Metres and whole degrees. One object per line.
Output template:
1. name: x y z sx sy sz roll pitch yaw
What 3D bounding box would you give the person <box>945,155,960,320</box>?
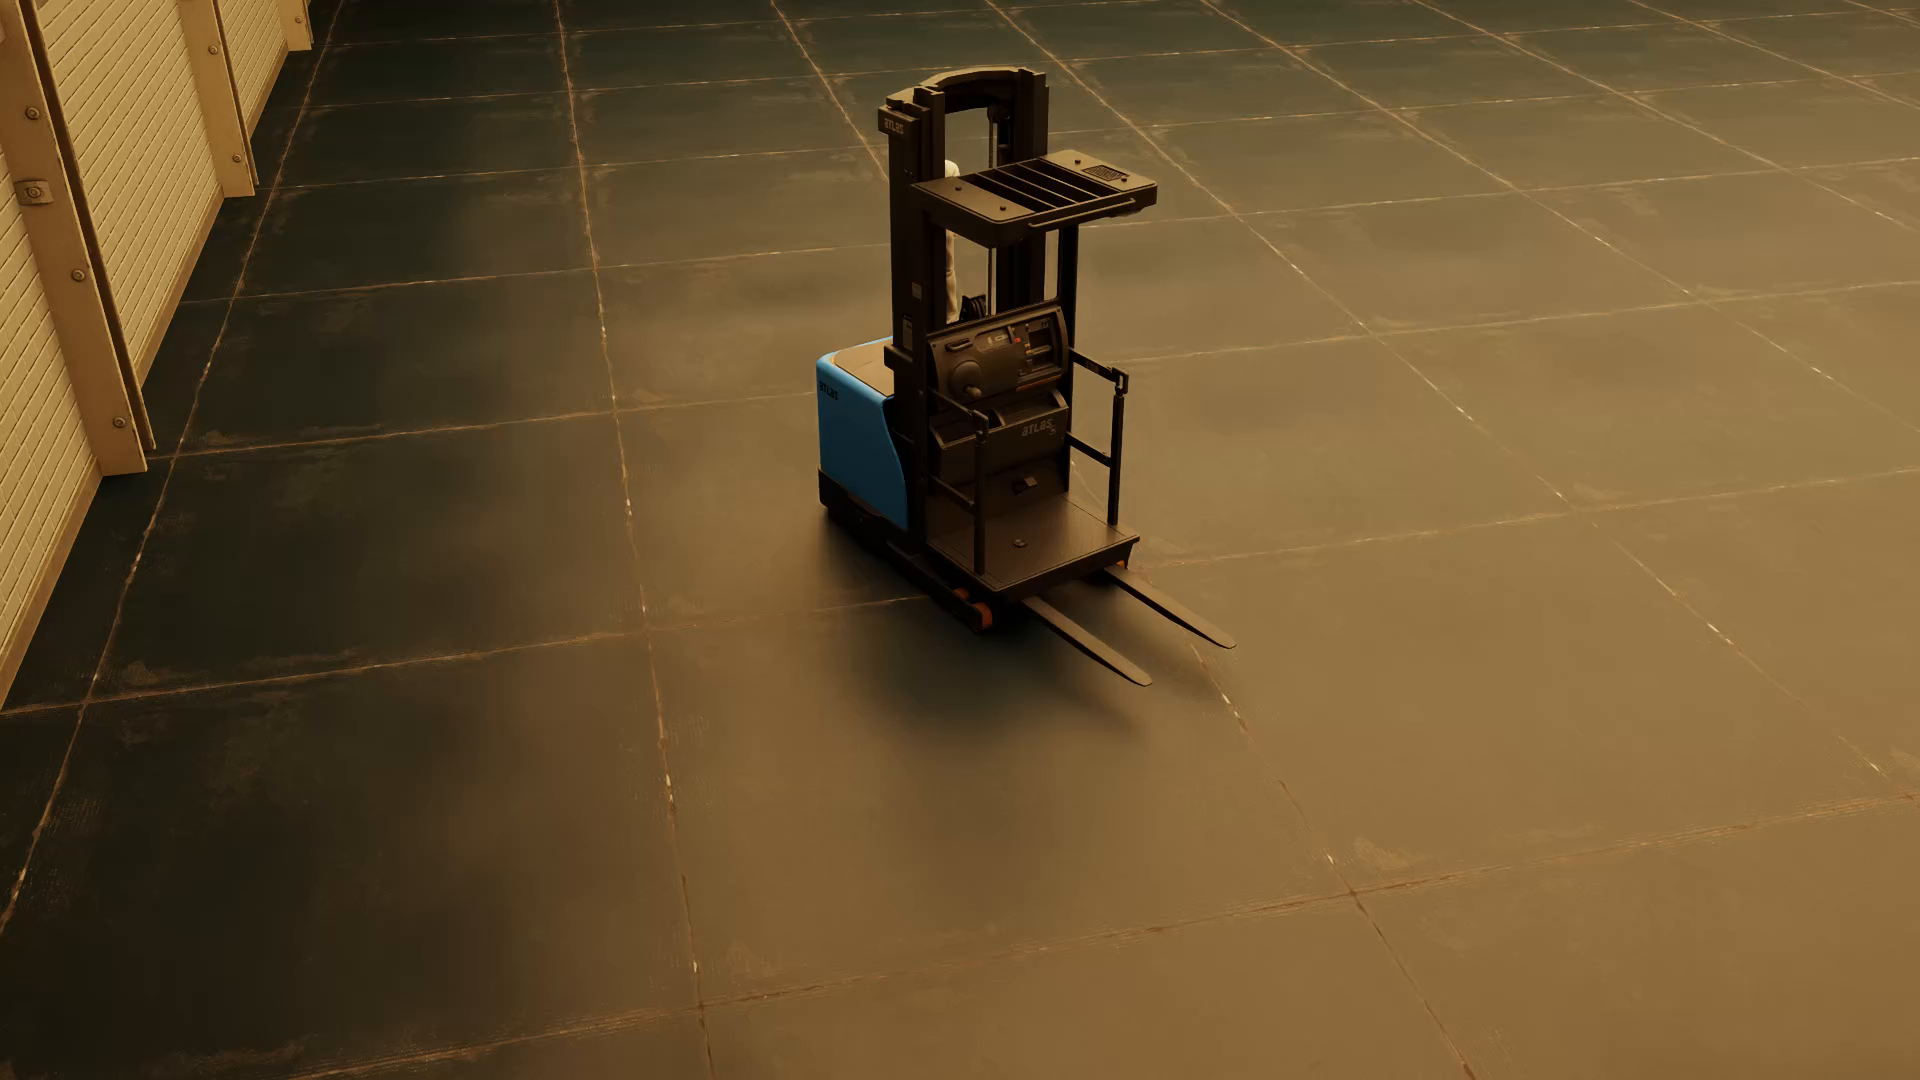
1. person: -0.246 -2.449 13.042 0.550 1.673 0.532 -13 33 -22

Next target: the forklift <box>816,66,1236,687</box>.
1. forklift: 0.355 -1.021 9.338 1.130 2.935 3.031 -20 35 -30
